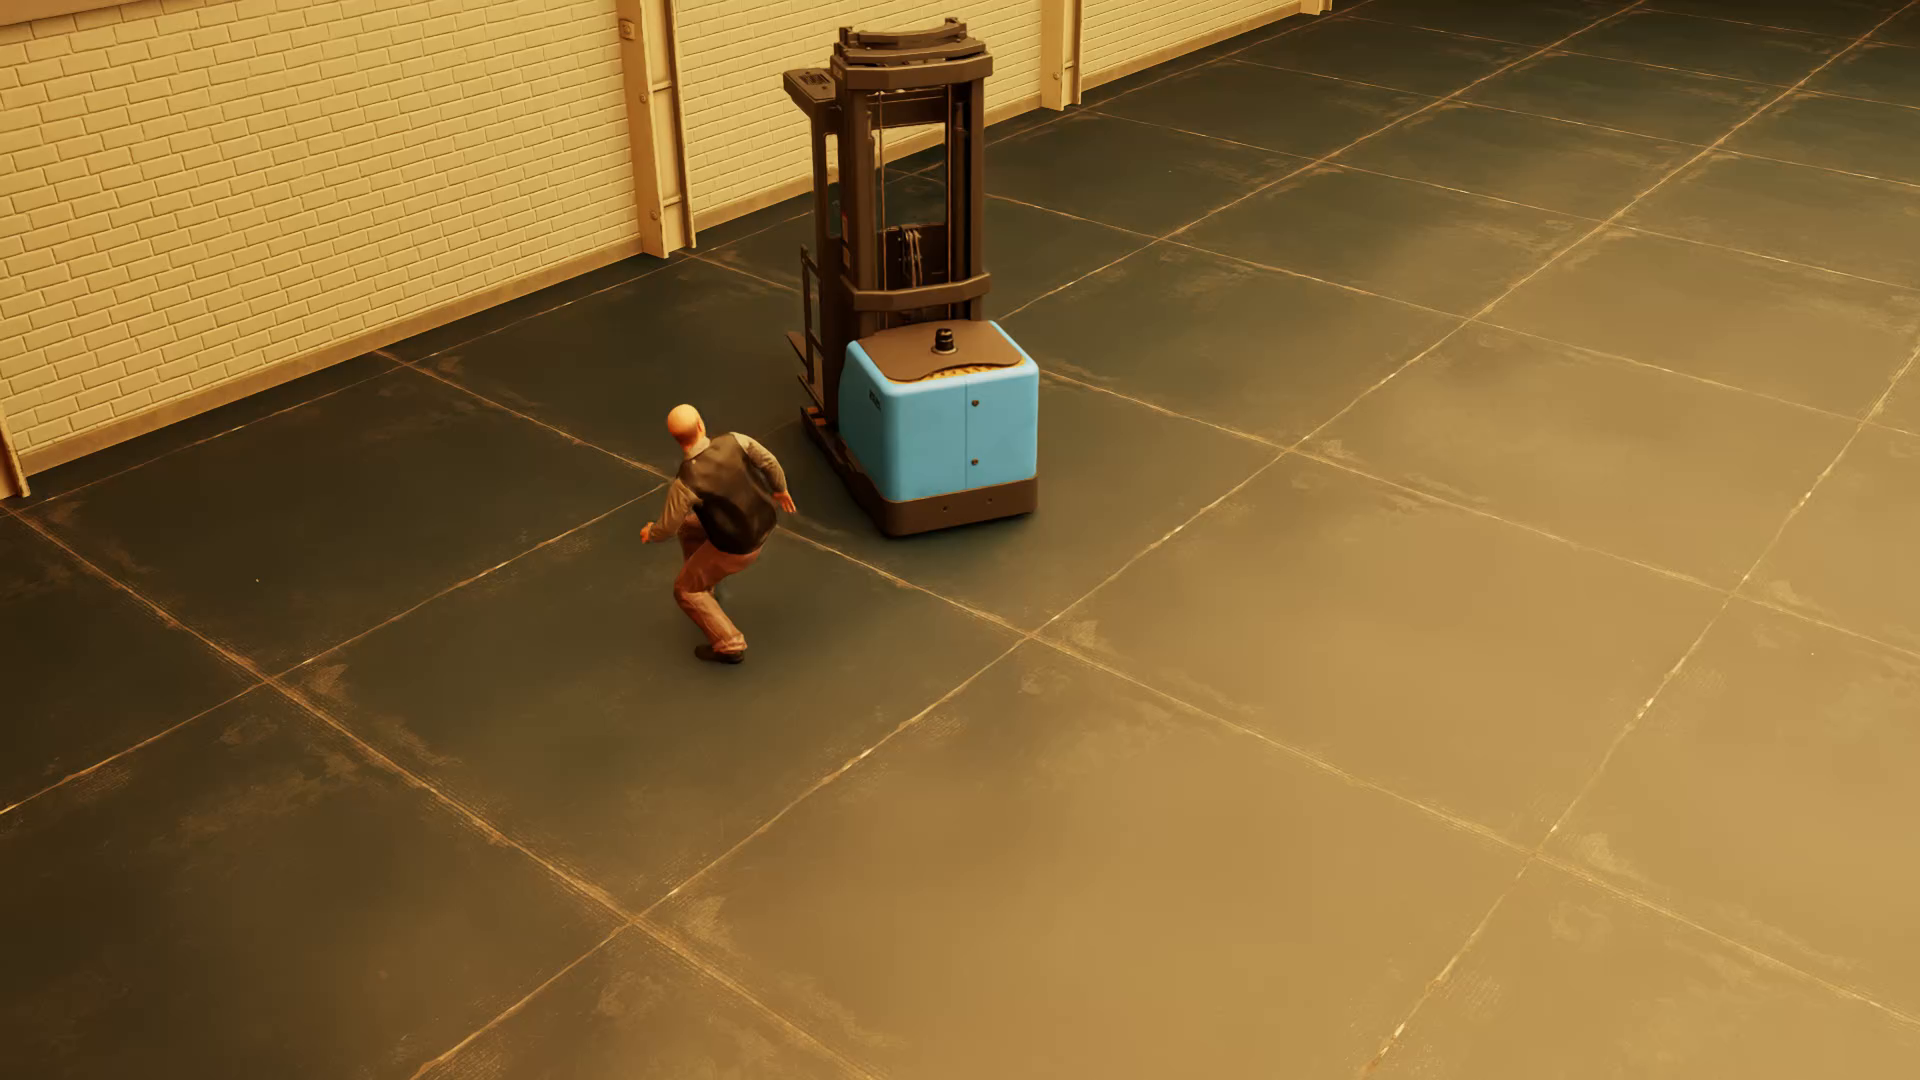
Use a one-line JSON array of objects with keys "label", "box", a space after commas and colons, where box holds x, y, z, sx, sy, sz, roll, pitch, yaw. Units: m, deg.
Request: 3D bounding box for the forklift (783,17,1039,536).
[{"label": "forklift", "box": [-0.488, -2.022, 11.056, 1.130, 2.935, 3.031, -11, 32, -18]}]

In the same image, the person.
[{"label": "person", "box": [-1.386, -0.099, 9.205, 0.723, 1.516, 0.750, 13, 33, 21]}]
